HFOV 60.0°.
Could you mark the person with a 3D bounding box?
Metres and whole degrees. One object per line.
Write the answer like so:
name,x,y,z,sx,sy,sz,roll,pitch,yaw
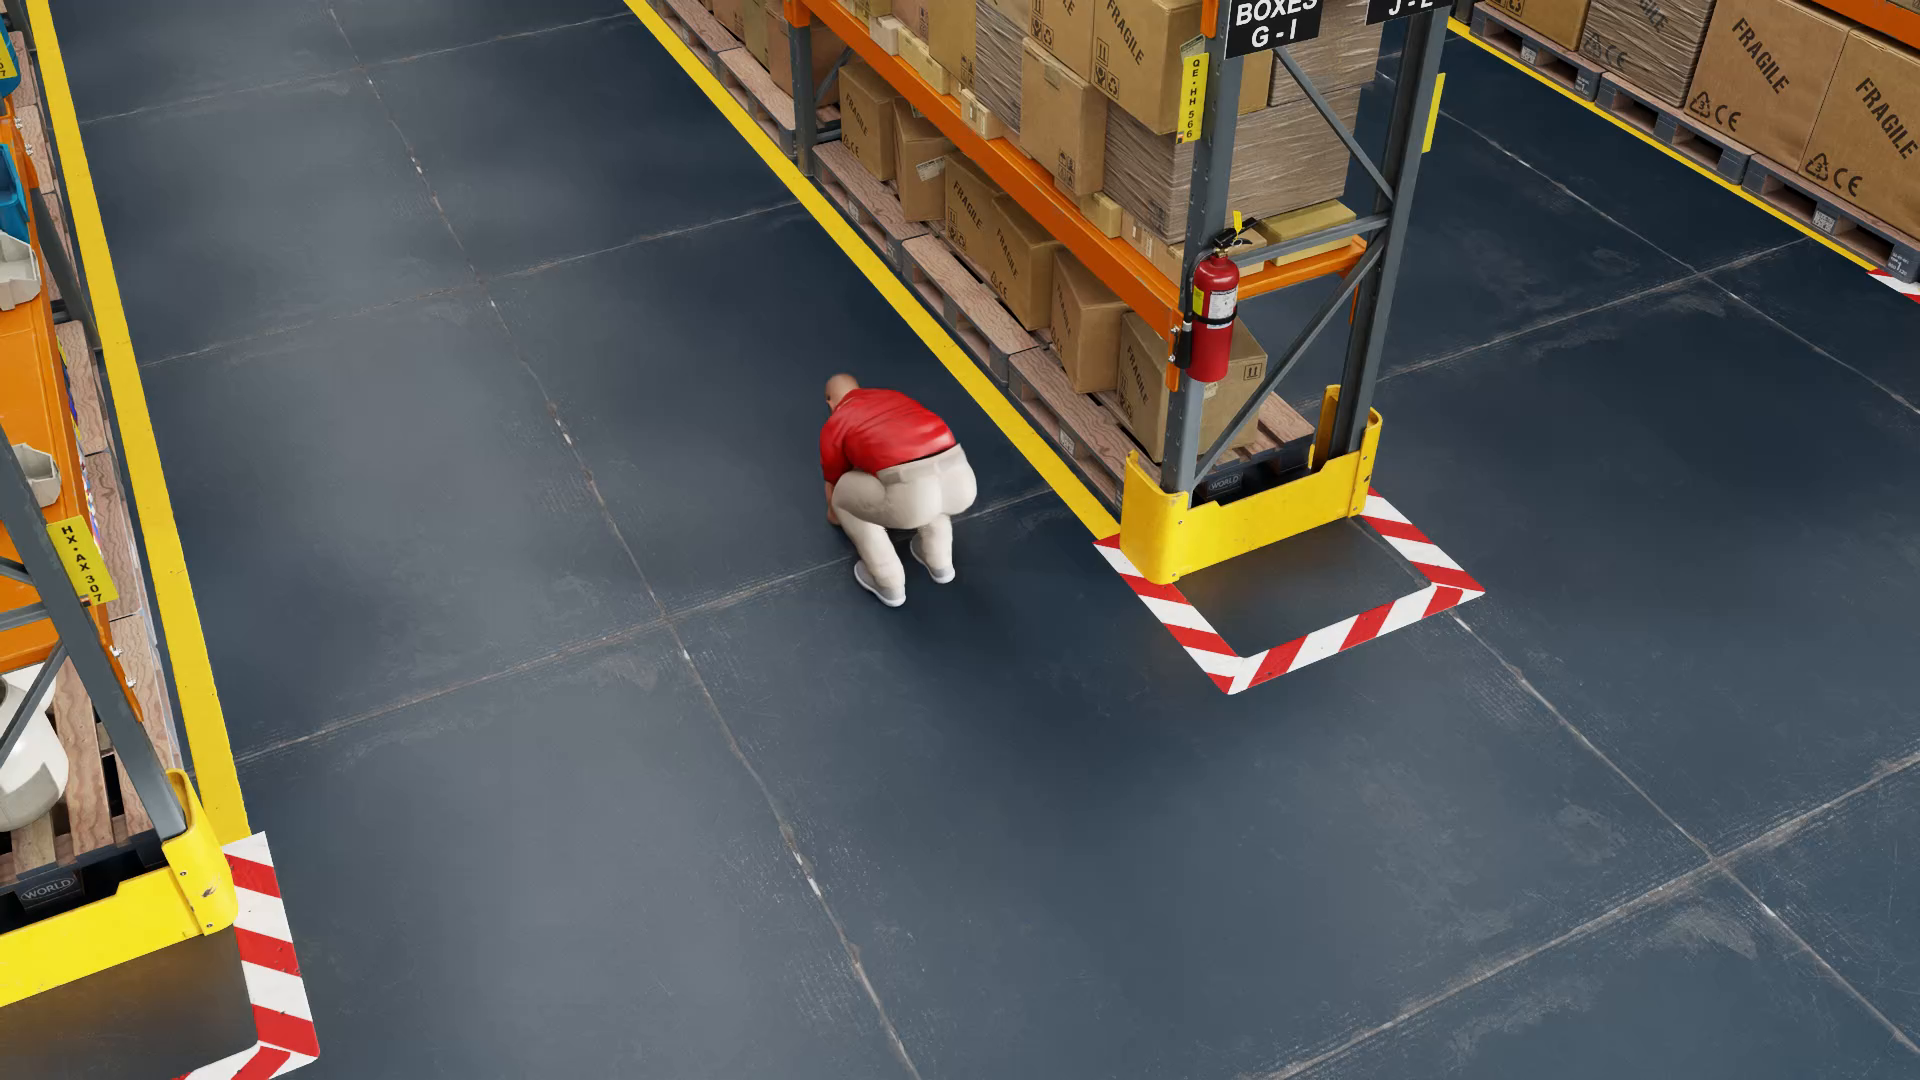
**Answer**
person,-0.308,-0.237,7.143,0.534,0.847,0.957,-20,45,-22
